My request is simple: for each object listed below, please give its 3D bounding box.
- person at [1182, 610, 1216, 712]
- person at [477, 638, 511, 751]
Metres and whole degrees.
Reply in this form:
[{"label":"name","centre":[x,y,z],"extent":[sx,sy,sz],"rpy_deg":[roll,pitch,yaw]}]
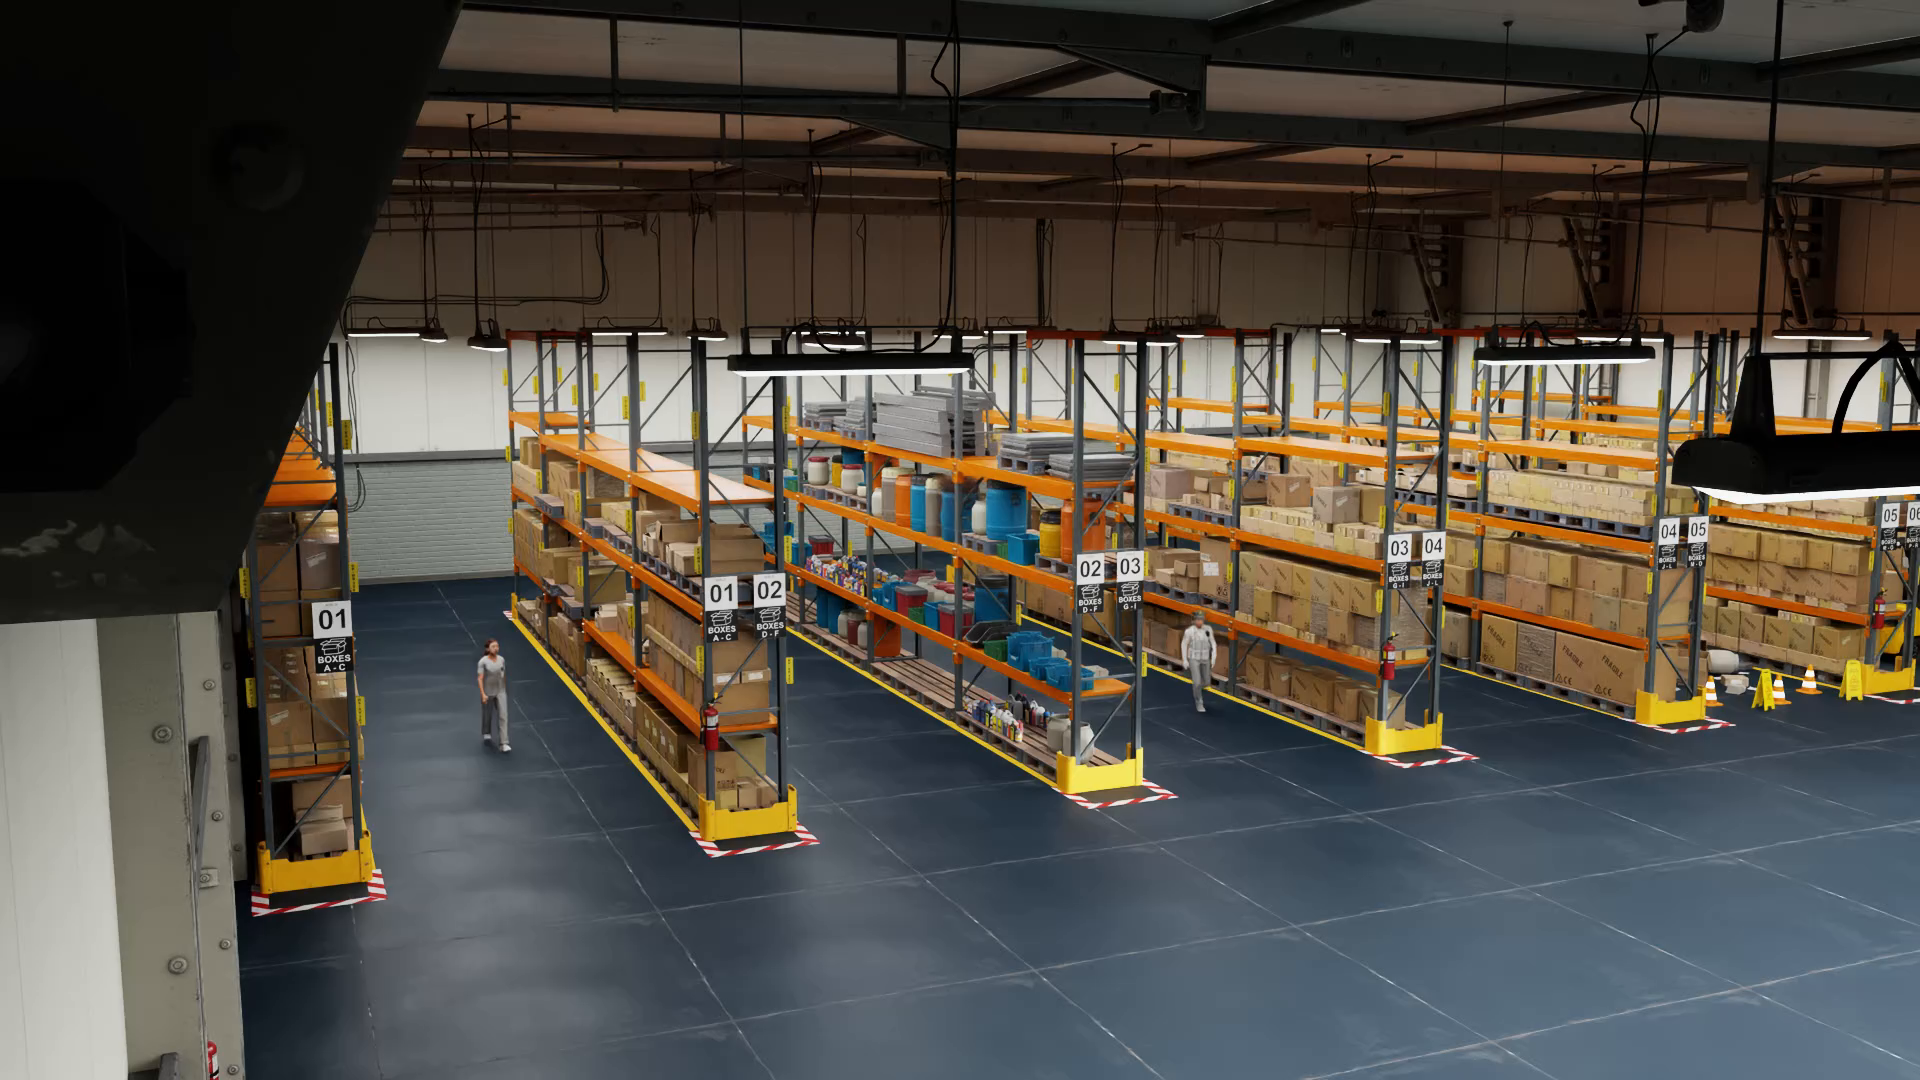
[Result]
[{"label":"person","centre":[3.804,1.895,26.685],"extent":[0.522,1.634,0.588],"rpy_deg":[-1,8,-8]},{"label":"person","centre":[-6.817,2.231,24.261],"extent":[0.448,1.612,1.082],"rpy_deg":[-4,9,-26]}]
